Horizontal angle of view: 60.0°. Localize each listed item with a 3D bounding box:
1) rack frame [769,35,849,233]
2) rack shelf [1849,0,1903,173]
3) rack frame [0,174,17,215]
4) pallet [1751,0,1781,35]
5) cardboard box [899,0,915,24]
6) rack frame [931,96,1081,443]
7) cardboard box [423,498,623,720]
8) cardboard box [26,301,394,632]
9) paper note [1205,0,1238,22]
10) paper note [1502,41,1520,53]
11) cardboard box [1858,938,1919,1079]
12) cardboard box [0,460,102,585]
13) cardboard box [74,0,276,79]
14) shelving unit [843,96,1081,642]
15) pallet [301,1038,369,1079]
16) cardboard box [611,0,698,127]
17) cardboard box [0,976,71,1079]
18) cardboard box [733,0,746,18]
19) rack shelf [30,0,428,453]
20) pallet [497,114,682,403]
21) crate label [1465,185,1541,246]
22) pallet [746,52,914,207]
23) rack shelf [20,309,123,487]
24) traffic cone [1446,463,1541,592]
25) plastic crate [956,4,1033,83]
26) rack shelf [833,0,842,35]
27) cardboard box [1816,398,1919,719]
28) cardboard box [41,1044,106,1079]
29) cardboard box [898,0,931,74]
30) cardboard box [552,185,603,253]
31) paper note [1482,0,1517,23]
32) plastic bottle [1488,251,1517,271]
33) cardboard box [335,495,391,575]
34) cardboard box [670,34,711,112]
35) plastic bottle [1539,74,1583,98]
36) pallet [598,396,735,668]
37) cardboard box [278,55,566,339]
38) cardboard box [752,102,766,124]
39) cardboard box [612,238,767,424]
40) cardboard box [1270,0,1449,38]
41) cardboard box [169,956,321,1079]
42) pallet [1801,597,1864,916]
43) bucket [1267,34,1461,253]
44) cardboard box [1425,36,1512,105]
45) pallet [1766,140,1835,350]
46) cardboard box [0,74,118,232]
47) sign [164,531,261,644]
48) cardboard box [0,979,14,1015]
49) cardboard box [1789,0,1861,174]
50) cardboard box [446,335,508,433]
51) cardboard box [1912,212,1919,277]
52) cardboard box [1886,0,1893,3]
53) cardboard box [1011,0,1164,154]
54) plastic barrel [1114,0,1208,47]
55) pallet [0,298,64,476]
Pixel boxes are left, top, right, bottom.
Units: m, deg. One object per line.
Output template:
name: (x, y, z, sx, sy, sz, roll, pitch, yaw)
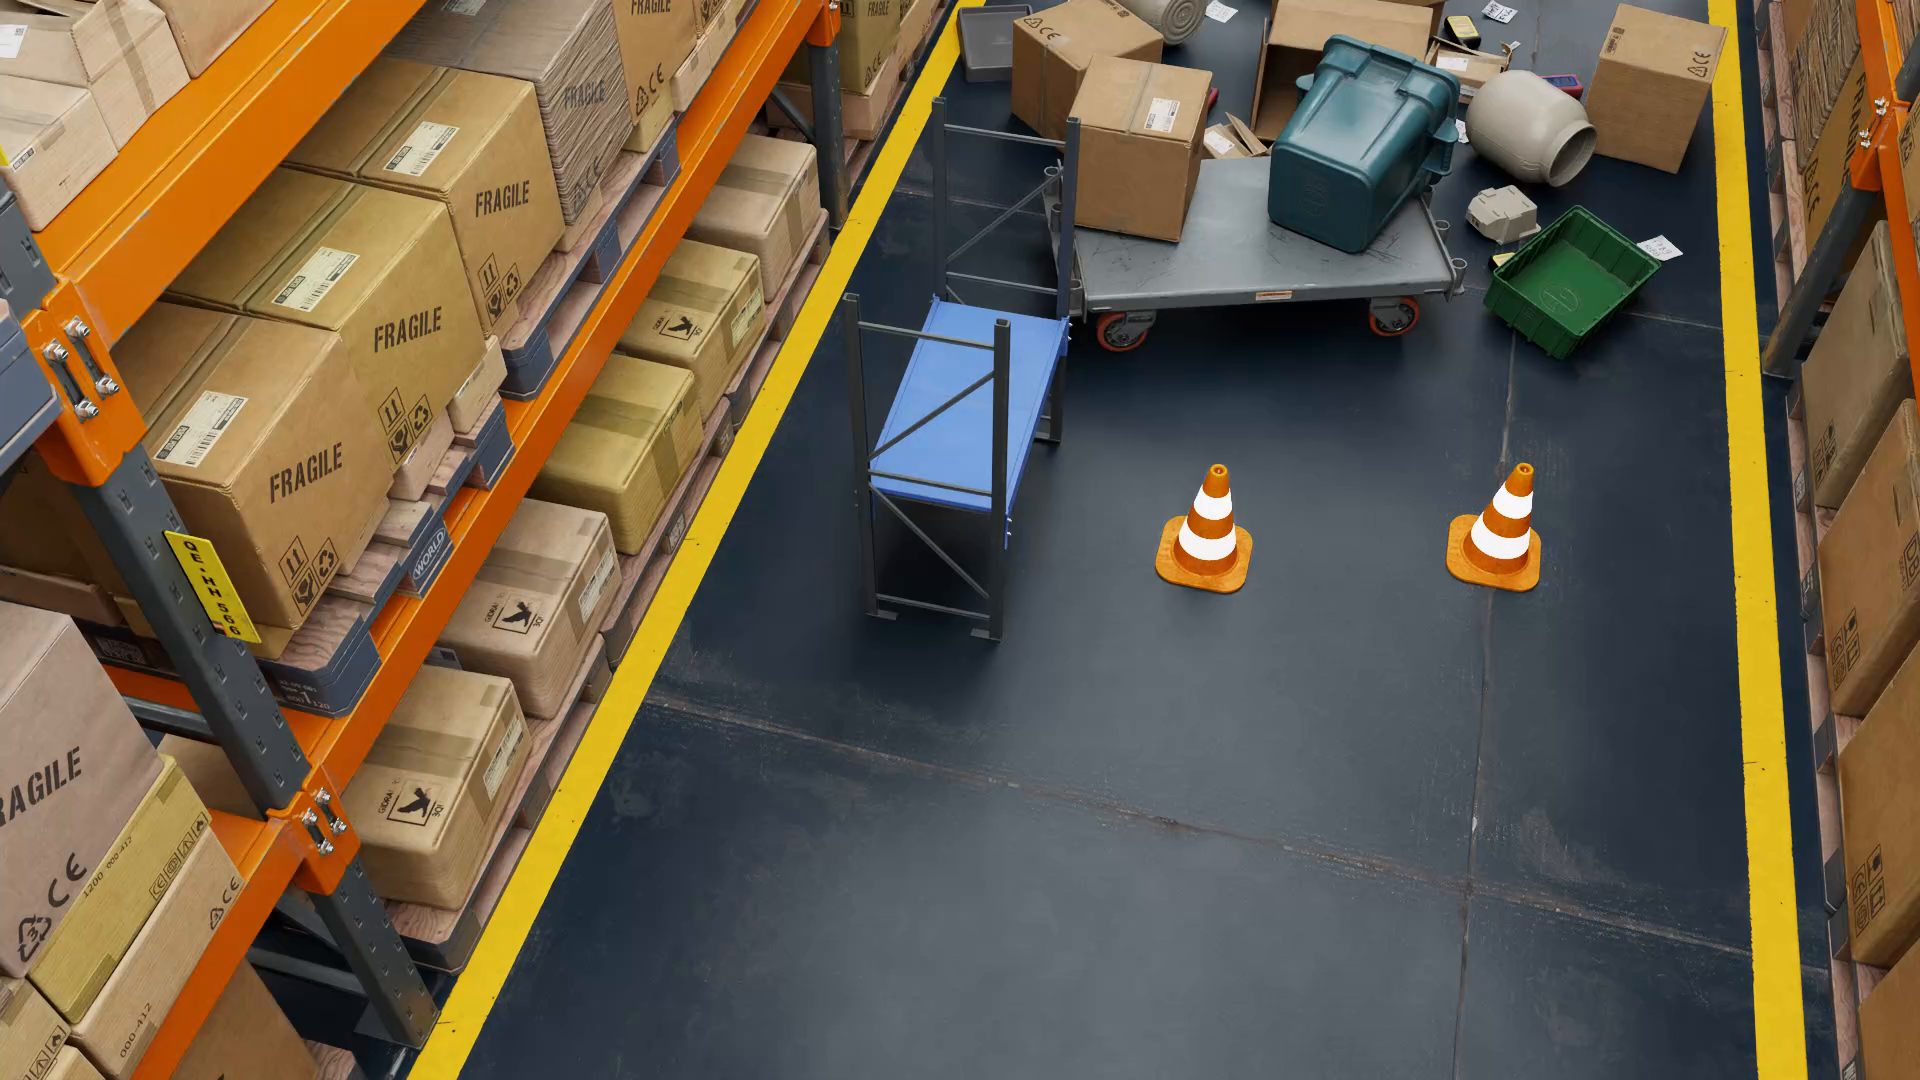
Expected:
rack frame: (-1.003, -2.517, 6.471, 1.000, 3.000, 0.127, 12, 50, 10)
rack shelf: (4.325, -2.822, 7.220, 1.077, 0.370, 4.000, 12, 50, 10)
rack frame: (-2.056, -1.609, 1.668, 1.000, 3.000, 0.127, 12, 50, 10)
pallet: (4.717, -2.990, 8.748, 1.003, 0.211, 1.213, 12, 50, 10)
cardboard box: (-0.458, -2.757, 7.737, 0.500, 0.500, 0.500, 13, 50, 12)
rack frame: (0.154, -0.931, 6.052, 0.500, 1.500, 0.032, 11, 50, 9)
cardboard box: (-1.711, 0.165, 5.577, 0.950, 0.372, 0.625, 11, 49, 9)
cardboard box: (-1.714, -0.174, 3.858, 0.500, 0.500, 0.500, 10, 49, 9)
paper note: (1.353, -2.763, 8.676, 0.148, 0.019, 0.142, 28, 54, 22)
paper note: (2.804, -2.505, 8.455, 0.123, 0.001, 0.032, -37, 58, -28)
cardboard box: (2.993, 1.463, 4.179, 1.050, 0.750, 0.750, 11, 49, 10)
cardboard box: (-2.204, -0.278, 3.949, 0.500, 0.500, 0.500, 10, 49, 9)
cardboard box: (-1.797, -1.333, 3.359, 0.700, 0.500, 0.500, 12, 50, 10)
shelving unit: (0.029, -0.556, 5.731, 0.538, 1.500, 1.048, 11, 50, 9)
pallet: (-2.336, 1.854, 4.473, 1.003, 0.211, 1.213, 12, 50, 10)
cardboard box: (-1.174, -1.677, 5.184, 0.500, 0.500, 0.500, 13, 50, 11)
cardboard box: (-2.070, 1.032, 3.105, 0.500, 0.250, 0.500, 10, 49, 9)
cardboard box: (-0.959, -1.959, 5.866, 0.380, 0.149, 0.250, 10, 49, 9)
rack shelf: (-1.529, -1.825, 4.339, 1.077, 0.370, 4.000, 12, 50, 10)
pallet: (-1.574, -1.000, 5.260, 1.003, 0.211, 1.213, 12, 50, 10)
crate label: (2.429, -1.466, 7.452, 0.298, 0.136, 0.250, -19, 51, -16)
pallet: (-0.860, -2.087, 7.951, 1.003, 0.211, 1.213, 12, 50, 10)
rack shelf: (-2.582, 1.068, 1.786, 1.077, 0.370, 4.000, 12, 50, 10)
traffic cone: (1.989, -0.102, 6.031, 0.336, 0.463, 0.334, 12, 50, 10)
plastic crate: (0.201, -2.525, 8.425, 0.402, 0.080, 0.583, -4, 49, -3)
rack shelf: (-0.477, -3.726, 8.017, 1.077, 0.370, 4.000, 12, 50, 10)
cardboard box: (3.465, 0.156, 5.332, 1.050, 0.750, 0.750, 12, 50, 10)
cardboard box: (-2.058, 1.215, 3.277, 0.500, 0.250, 0.500, 12, 50, 11)
cardboard box: (-0.458, -2.508, 8.017, 0.500, 0.250, 0.500, 14, 50, 12)
cardboard box: (-1.319, -1.038, 5.052, 0.380, 0.149, 0.250, 13, 50, 11)
paper note: (2.812, -2.755, 8.662, 0.144, 0.017, 0.142, 28, 54, 22)
plastic bottle: (2.416, -1.139, 7.214, 0.133, 0.061, 0.283, -11, 50, -10)
cardboard box: (-1.684, -0.076, 4.204, 0.380, 0.149, 0.250, 9, 49, 8)
cardboard box: (-1.055, -1.581, 5.532, 0.380, 0.149, 0.250, 12, 50, 10)
plastic bottle: (2.900, -2.224, 8.172, 0.283, 0.061, 0.133, -4, 49, -3)
pallet: (-1.526, -0.146, 6.238, 1.003, 0.211, 1.213, 12, 50, 10)
cardboard box: (-1.451, -0.938, 4.532, 0.500, 0.500, 0.500, 12, 50, 11)
cardboard box: (-1.107, -2.227, 7.769, 0.500, 0.250, 0.500, 14, 50, 12)
cardboard box: (-1.325, -0.886, 6.504, 0.950, 0.372, 0.625, 14, 50, 12)
cardboard box: (2.030, -2.814, 8.398, 0.797, 0.503, 0.637, -19, 51, -16)
cardboard box: (-2.318, 1.423, 4.130, 0.875, 0.875, 0.875, 11, 50, 10)
pallet: (3.349, 0.768, 5.432, 1.003, 0.211, 1.213, 12, 50, 10)
bucket: (1.611, -1.587, 6.819, 0.726, 0.611, 0.620, 28, 64, 22)
cardboard box: (2.475, -2.315, 8.116, 0.396, 0.266, 0.258, 19, 51, 16)
pallet: (4.075, -1.225, 7.191, 1.003, 0.211, 1.213, 12, 50, 10)
cardboard box: (-1.809, -0.728, 3.058, 0.380, 0.149, 0.250, 12, 50, 10)
sign: (-1.520, 0.100, 3.389, 0.100, 0.325, 0.005, 12, 50, 10)
cardboard box: (-2.067, 0.811, 2.800, 0.500, 0.500, 0.500, 12, 50, 11)
cardboard box: (4.266, -2.143, 7.278, 0.875, 0.875, 0.875, 12, 50, 10)
cardboard box: (-1.475, -0.460, 4.542, 0.380, 0.149, 0.250, 12, 50, 10)
cardboard box: (3.269, -0.954, 5.025, 0.500, 0.500, 0.500, 12, 50, 10)
cardboard box: (4.007, -2.335, 6.210, 0.875, 0.550, 0.550, 12, 50, 10)
cardboard box: (0.592, -2.197, 7.854, 0.500, 0.500, 0.500, -27, 54, -22)
plastic barrel: (0.967, -2.765, 8.408, 0.421, 0.421, 0.512, -27, 54, -22)
pallet: (-2.174, -0.078, 2.443, 1.213, 0.211, 1.003, 14, 50, 12)
